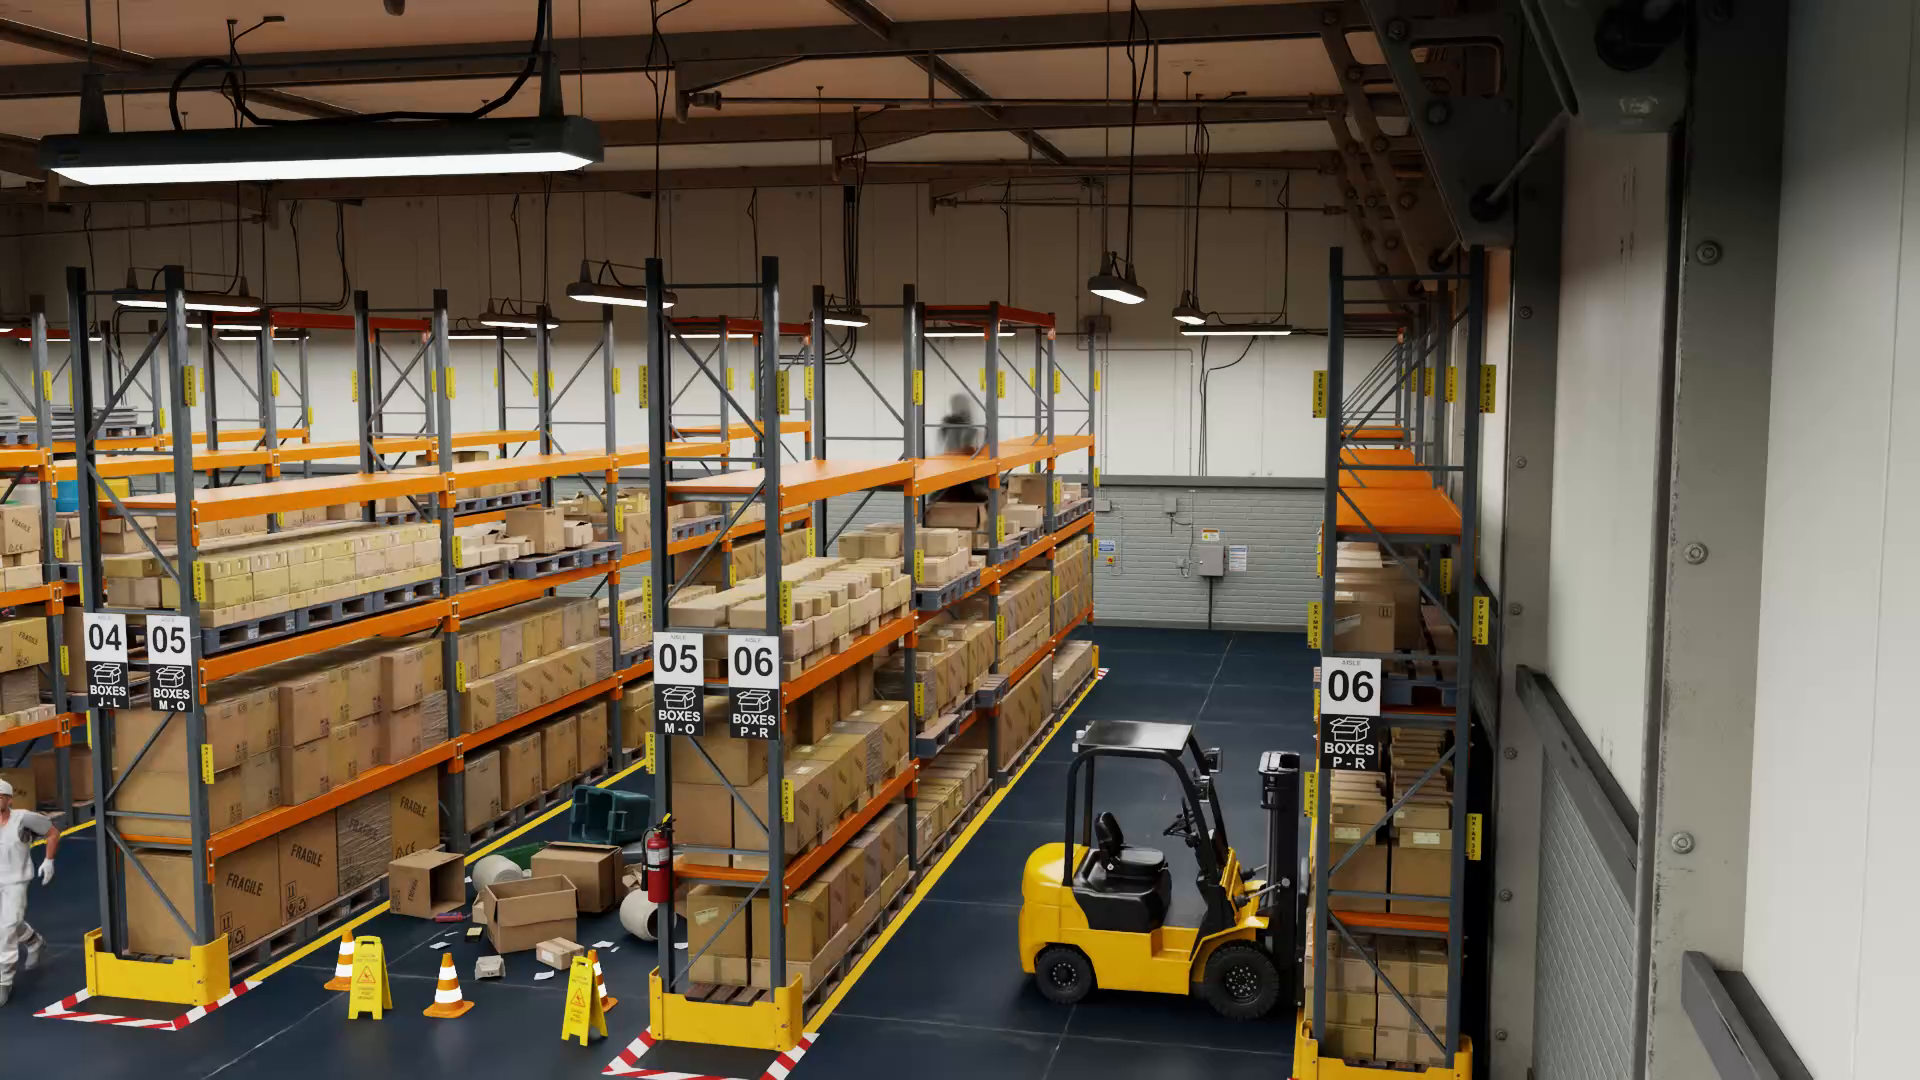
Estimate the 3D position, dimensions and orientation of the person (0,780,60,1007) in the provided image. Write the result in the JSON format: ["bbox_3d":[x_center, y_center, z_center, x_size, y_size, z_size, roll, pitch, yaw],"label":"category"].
[{"bbox_3d":[-7.956,2.874,13.905,0.688,1.799,0.963,0,6,2],"label":"person"}]
